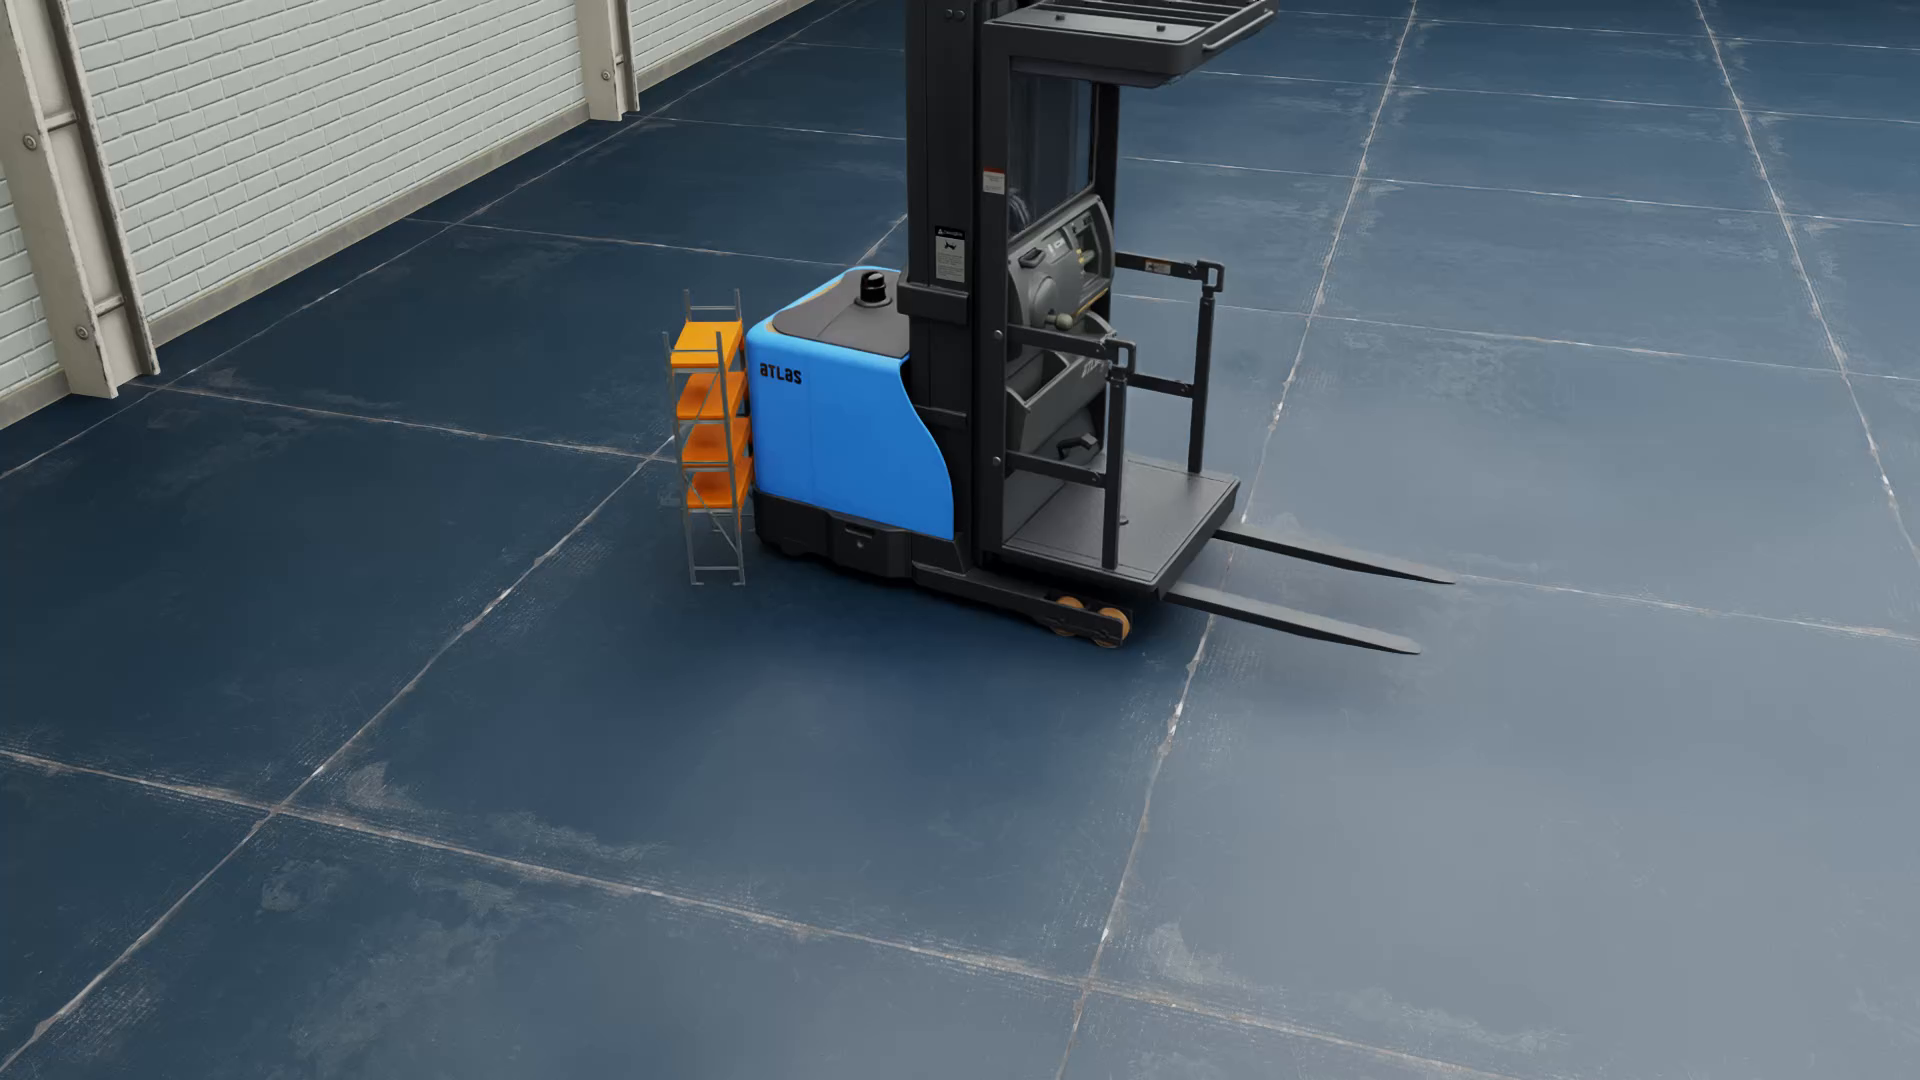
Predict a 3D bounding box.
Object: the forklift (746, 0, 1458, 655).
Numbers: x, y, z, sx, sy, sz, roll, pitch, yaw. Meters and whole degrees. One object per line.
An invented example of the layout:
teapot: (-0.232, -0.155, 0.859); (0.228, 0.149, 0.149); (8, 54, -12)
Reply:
forklift: (0.605, -1.125, 6.758); (3.031, 2.935, 1.130); (14, 32, 24)

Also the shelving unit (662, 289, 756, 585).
shelving unit: (-1.078, -0.445, 7.311); (0.258, 1.200, 0.503); (0, 29, 2)

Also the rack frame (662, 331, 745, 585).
rack frame: (-1.086, -0.327, 7.097); (0.240, 1.200, 0.015); (0, 29, 2)

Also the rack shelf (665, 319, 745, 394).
rack shelf: (-1.086, -0.789, 7.120); (0.258, 0.148, 0.480); (0, 29, 2)

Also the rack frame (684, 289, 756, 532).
rack frame: (-1.070, -0.564, 7.524); (0.240, 1.200, 0.015); (0, 29, 2)

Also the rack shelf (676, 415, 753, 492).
rack shelf: (-1.077, -0.387, 7.343); (0.258, 0.148, 0.480); (0, 29, 2)

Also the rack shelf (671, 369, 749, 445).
rack shelf: (-1.081, -0.582, 7.235); (0.258, 0.148, 0.480); (0, 29, 2)

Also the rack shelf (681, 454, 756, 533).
rack shelf: (-1.072, -0.213, 7.440); (0.258, 0.148, 0.480); (0, 29, 2)

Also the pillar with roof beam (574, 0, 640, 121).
pillar with roof beam: (1.122, -6.997, 11.071); (9.100, 9.000, 0.400); (8, 30, 15)

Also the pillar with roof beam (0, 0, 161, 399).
pillar with roof beam: (-0.639, -4.209, 6.059); (9.100, 9.000, 0.400); (8, 30, 15)
